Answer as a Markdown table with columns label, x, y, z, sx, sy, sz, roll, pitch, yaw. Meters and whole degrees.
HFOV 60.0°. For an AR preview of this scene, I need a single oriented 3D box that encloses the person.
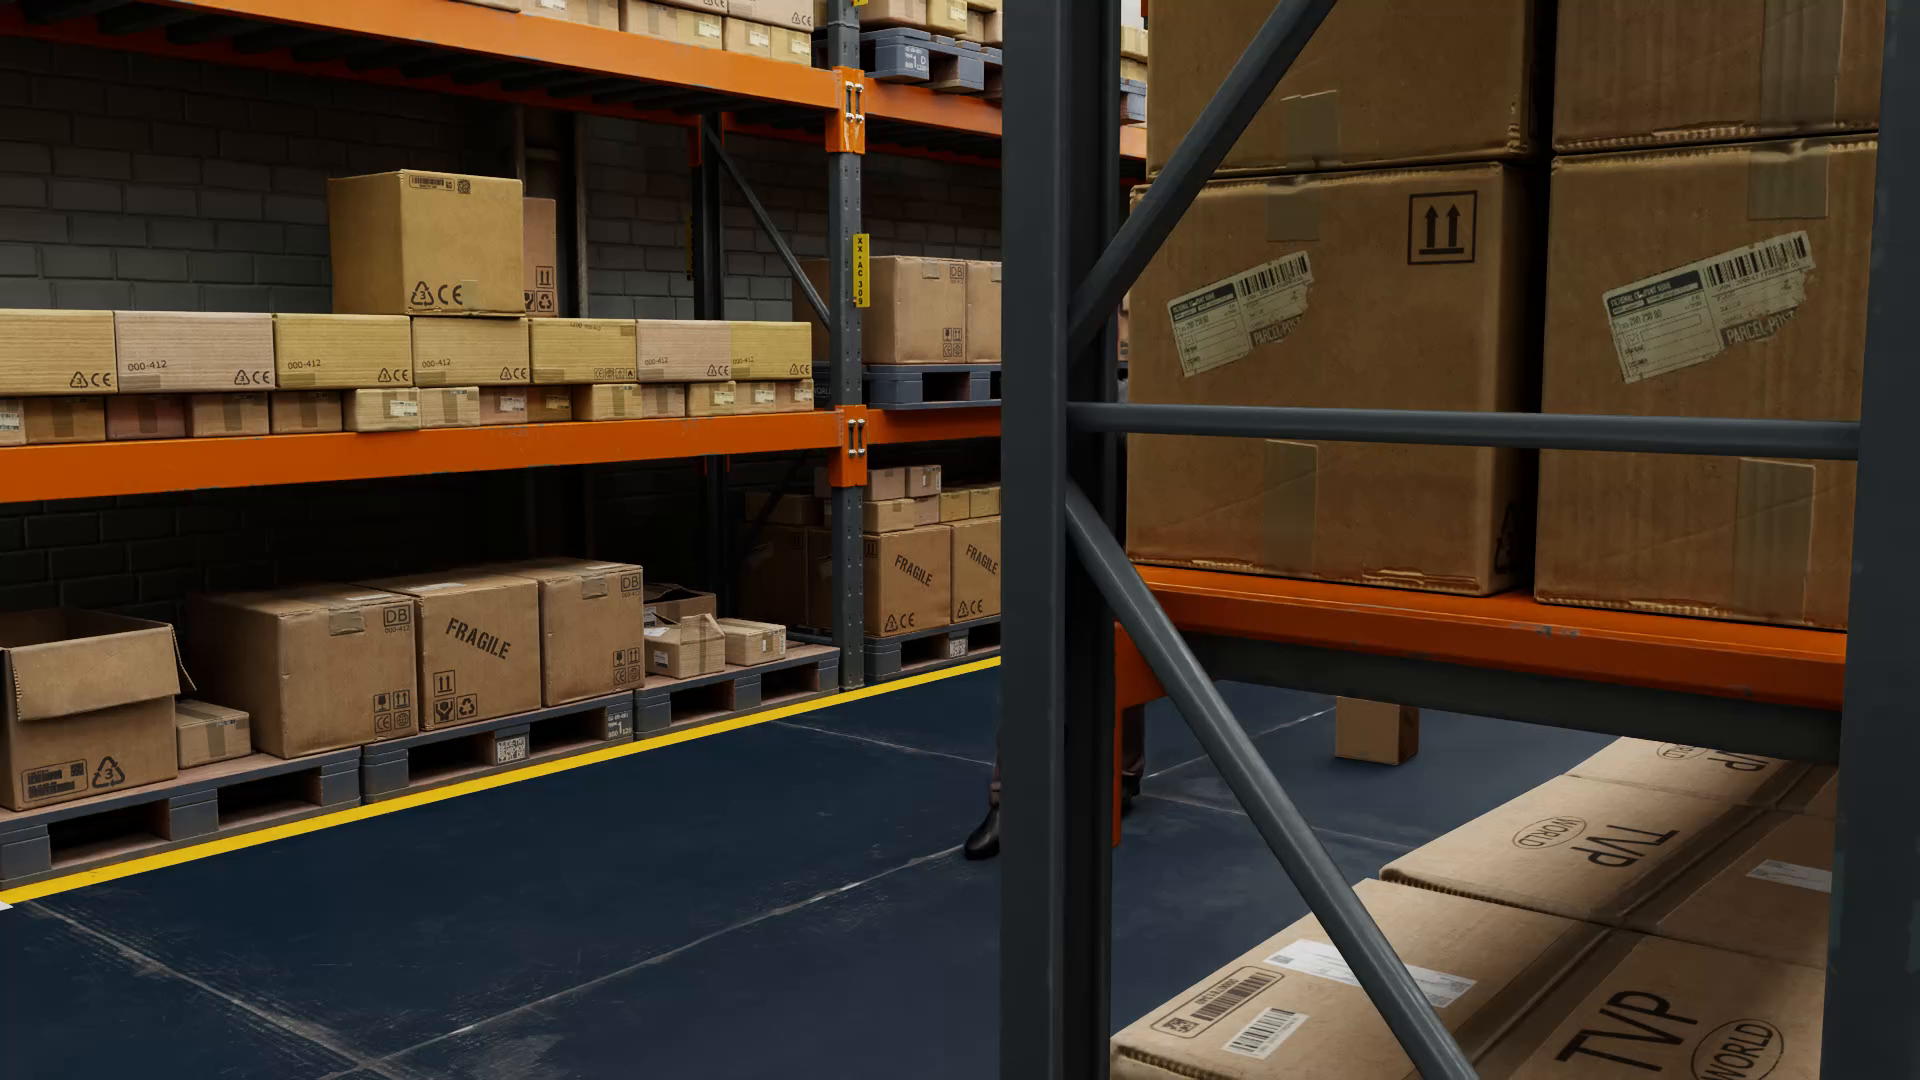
| label | x | y | z | sx | sy | sz | roll | pitch | yaw |
| --- | --- | --- | --- | --- | --- | --- | --- | --- | --- |
| person | 0.373 | 0.106 | 5.407 | 0.580 | 1.722 | 0.865 | 3 | 7 | 23 |
